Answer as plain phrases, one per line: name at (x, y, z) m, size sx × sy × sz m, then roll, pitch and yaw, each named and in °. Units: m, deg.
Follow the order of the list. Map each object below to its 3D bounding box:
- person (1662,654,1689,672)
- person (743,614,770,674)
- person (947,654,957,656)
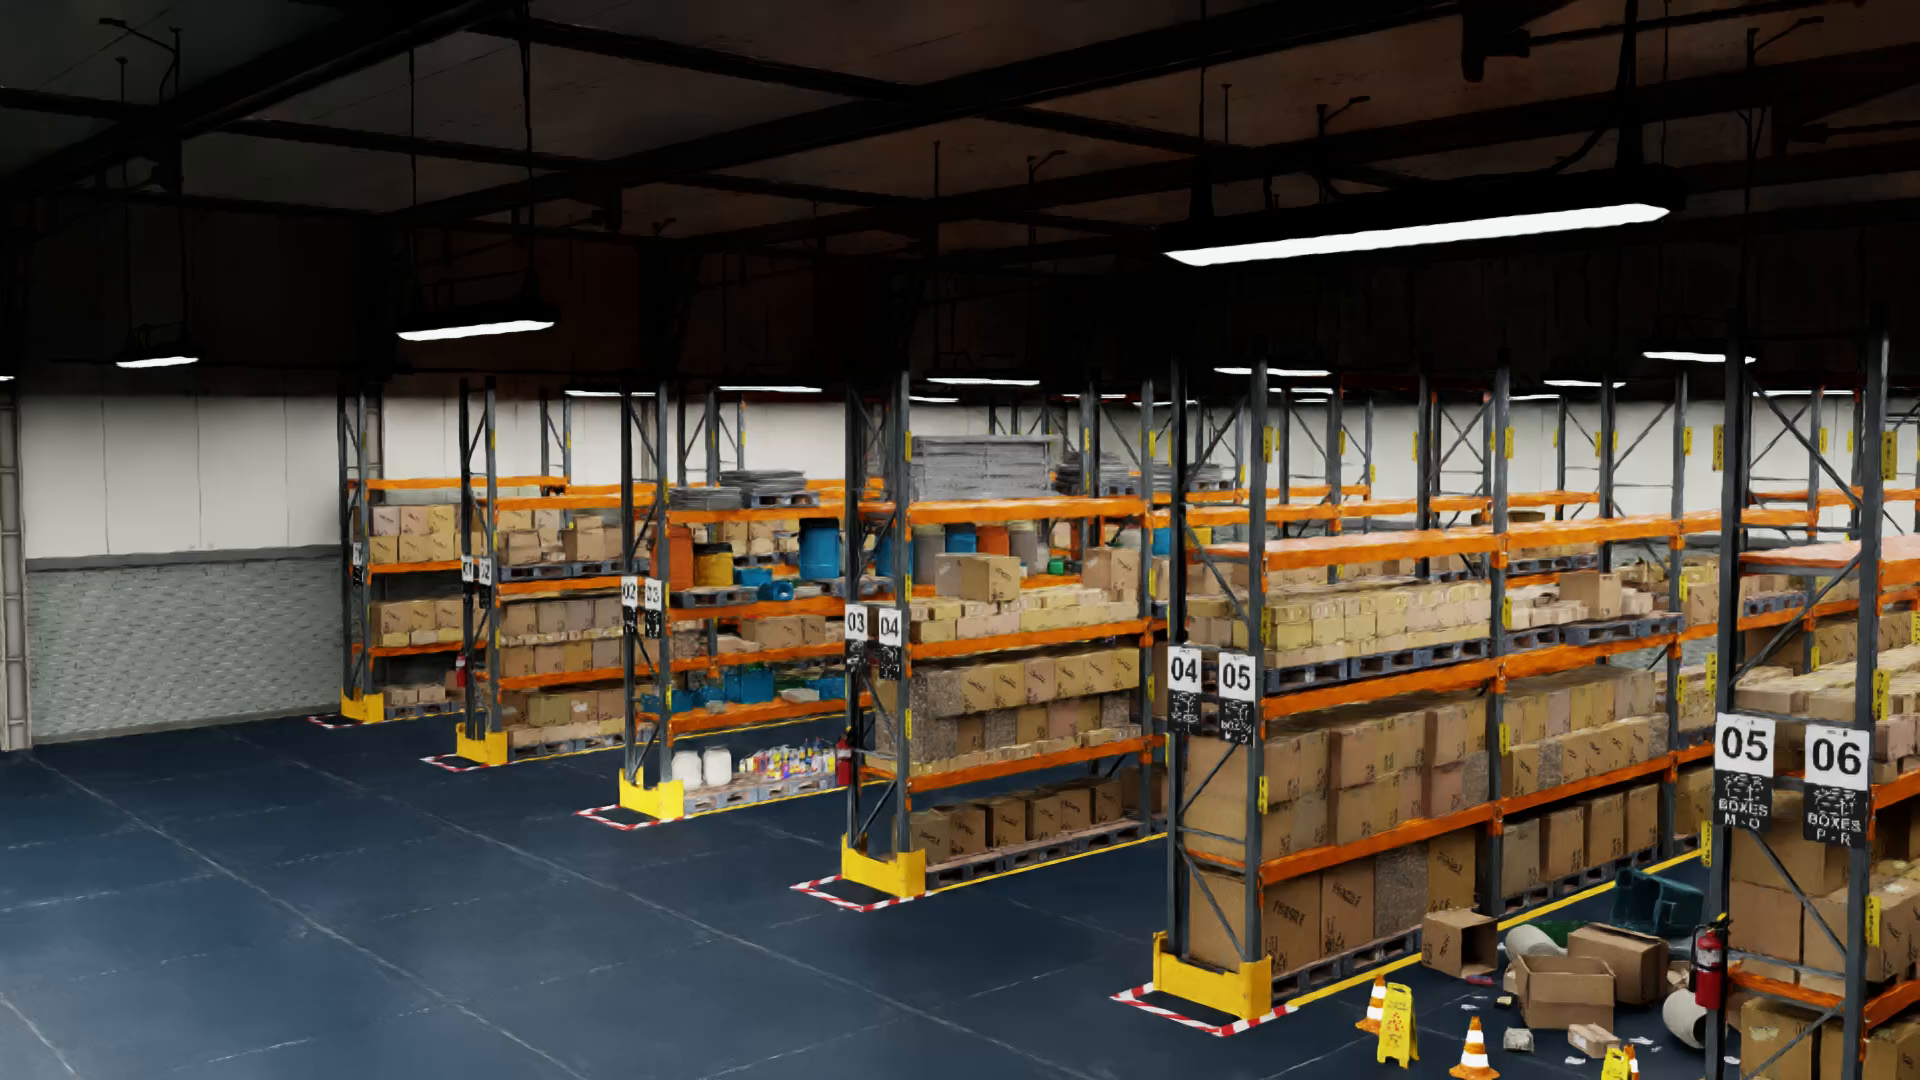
person at (11.764, 2.599, 27.241) m, size 0.517 × 1.574 × 0.625 m, roll -4°, pitch 5°, yaw -44°
person at (-3.984, 2.198, 31.962) m, size 1.123 × 1.708 × 0.553 m, roll -3°, pitch 5°, yaw -40°
person at (-0.222, 2.313, 30.593) m, size 0.535 × 1.656 × 1.036 m, roll 3°, pitch 5°, yaw 40°
